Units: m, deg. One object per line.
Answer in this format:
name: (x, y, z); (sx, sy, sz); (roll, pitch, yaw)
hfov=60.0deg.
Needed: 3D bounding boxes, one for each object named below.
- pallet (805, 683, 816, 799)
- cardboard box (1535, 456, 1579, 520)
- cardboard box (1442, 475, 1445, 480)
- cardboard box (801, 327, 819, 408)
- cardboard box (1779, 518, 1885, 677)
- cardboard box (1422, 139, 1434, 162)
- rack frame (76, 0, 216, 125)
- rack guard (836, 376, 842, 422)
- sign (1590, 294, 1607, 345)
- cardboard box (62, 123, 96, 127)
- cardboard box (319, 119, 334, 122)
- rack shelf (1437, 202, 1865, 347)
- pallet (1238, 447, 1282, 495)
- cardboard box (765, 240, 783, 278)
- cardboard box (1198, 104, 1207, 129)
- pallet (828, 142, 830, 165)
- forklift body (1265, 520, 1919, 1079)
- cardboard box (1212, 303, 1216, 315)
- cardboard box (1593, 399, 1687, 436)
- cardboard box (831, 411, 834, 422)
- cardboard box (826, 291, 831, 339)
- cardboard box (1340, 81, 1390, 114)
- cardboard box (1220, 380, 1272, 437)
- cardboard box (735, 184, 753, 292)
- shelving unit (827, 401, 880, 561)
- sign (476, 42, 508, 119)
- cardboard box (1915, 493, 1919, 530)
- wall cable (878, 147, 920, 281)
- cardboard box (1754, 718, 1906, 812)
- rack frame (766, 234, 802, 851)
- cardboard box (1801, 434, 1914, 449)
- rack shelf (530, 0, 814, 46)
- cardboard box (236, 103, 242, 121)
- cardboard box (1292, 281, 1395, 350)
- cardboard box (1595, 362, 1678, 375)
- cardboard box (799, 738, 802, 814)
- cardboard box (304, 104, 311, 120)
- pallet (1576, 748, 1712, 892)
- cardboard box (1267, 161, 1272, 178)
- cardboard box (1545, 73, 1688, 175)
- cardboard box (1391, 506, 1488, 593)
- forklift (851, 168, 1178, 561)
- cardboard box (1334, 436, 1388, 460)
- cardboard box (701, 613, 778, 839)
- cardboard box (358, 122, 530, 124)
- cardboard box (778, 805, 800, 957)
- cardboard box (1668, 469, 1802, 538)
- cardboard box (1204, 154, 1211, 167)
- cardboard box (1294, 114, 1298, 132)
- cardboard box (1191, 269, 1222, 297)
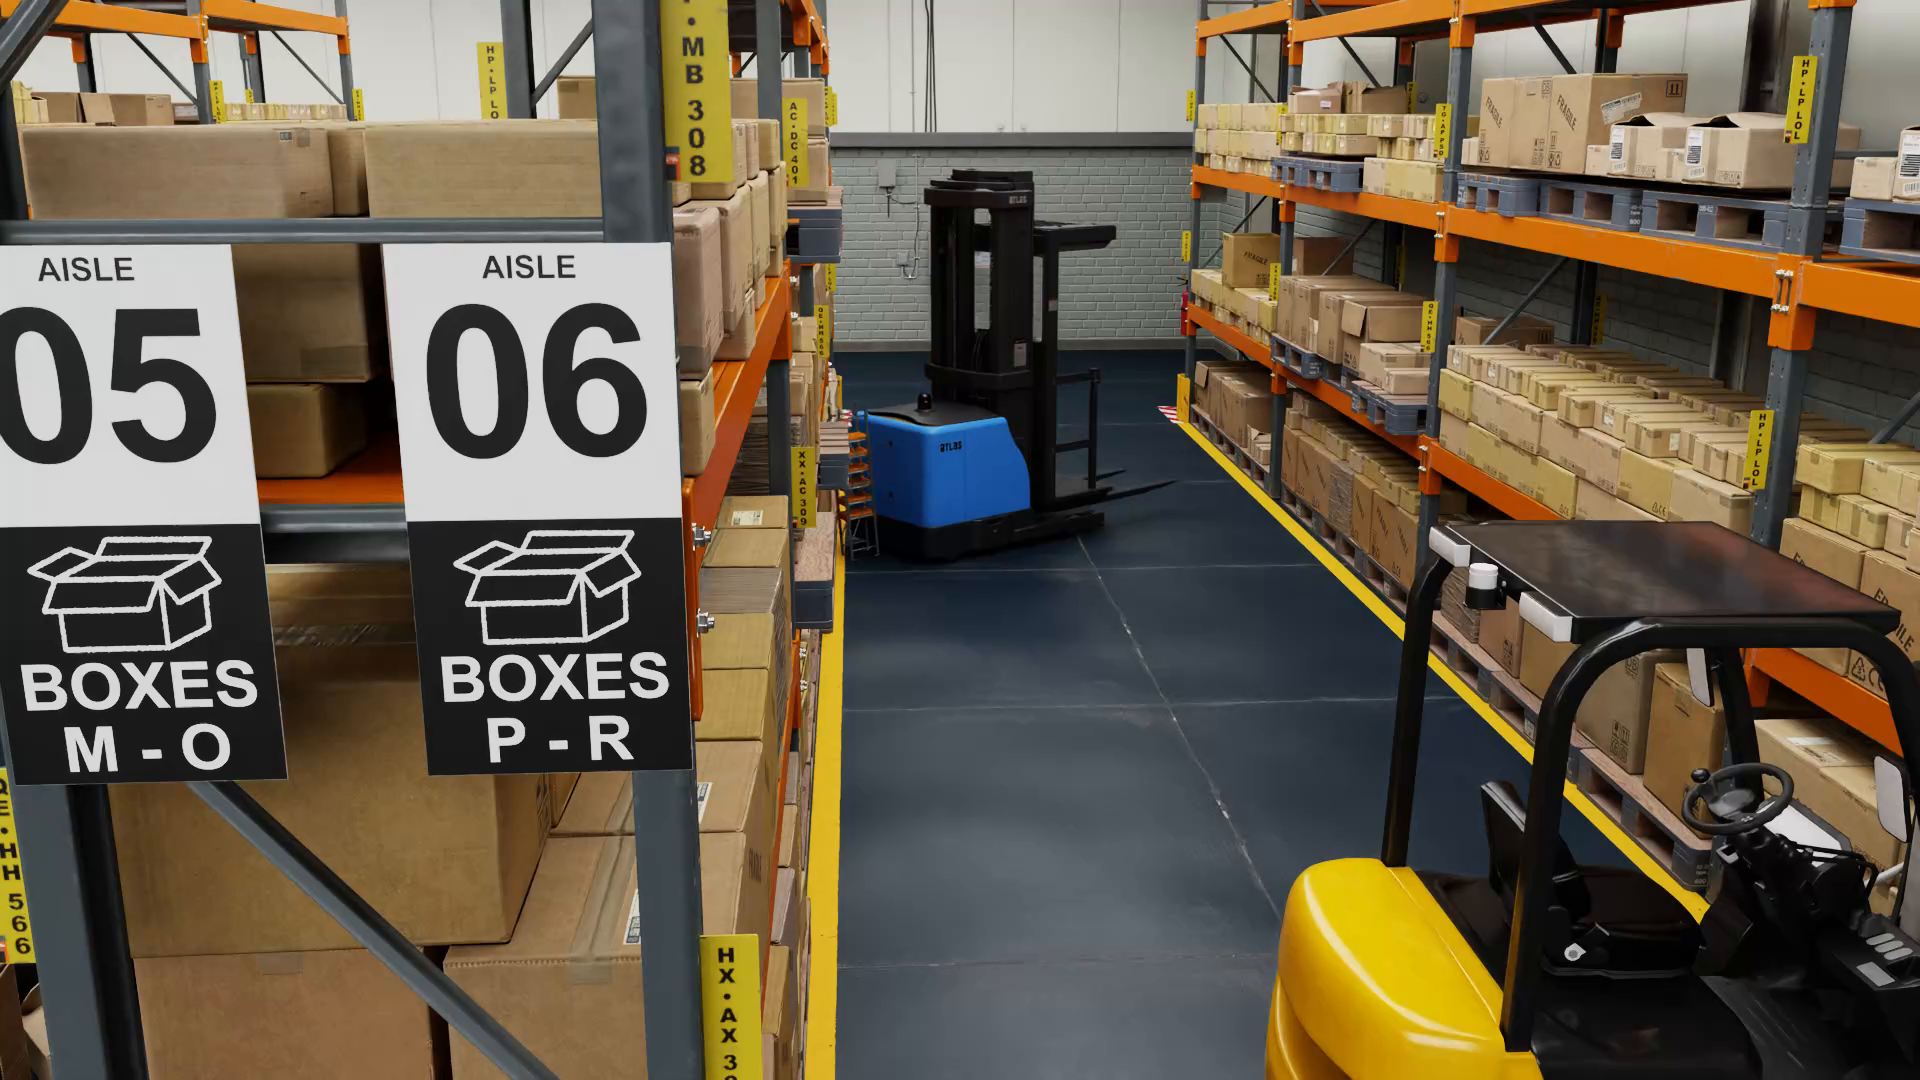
pallet: (-1.291, 1.075, 8.923); (1.003, 0.211, 1.213); (-1, 14, -3)
cardboard box: (3.423, -0.281, 8.899); (0.500, 0.250, 0.500); (0, 14, -2)
cardboard box: (3.749, -0.551, 12.522); (0.380, 0.149, 0.250); (-1, 14, -5)
cardboard box: (-1.062, -0.931, 9.484); (0.500, 0.500, 0.500); (-1, 14, -4)
cardboard box: (3.558, 0.211, 6.486); (0.500, 0.500, 0.500); (-1, 14, -5)
cardboard box: (3.285, -2.572, 10.984); (0.380, 0.149, 0.250); (-1, 14, -5)
rack frame: (-6.592, -4.571, 13.232); (1.000, 3.000, 0.127); (-1, 14, -3)
rack guard: (-1.907, -1.557, 18.575); (1.175, 0.500, 0.348); (-1, 14, -3)
sign: (4.098, -1.420, 10.701); (0.100, 0.325, 0.005); (-1, 14, -3)
cardboard box: (-6.188, -2.566, 11.260); (0.500, 0.500, 0.500); (-1, 14, -3)
cardboard box: (-6.525, -4.045, 16.504); (0.500, 0.250, 0.500); (-1, 14, -5)
rack shelf: (3.668, -1.457, 8.592); (1.077, 0.370, 4.000); (-1, 14, -3)
pallet: (3.254, -0.665, 15.687); (1.003, 0.211, 1.213); (-1, 14, -3)
cardboard box: (-0.838, -1.035, 6.012); (0.380, 0.149, 0.250); (-1, 14, -3)
cardboard box: (2.825, -4.491, 17.643); (0.500, 0.250, 0.500); (-1, 14, -4)
pallet: (-1.849, -3.987, 17.161); (1.003, 0.211, 1.213); (-1, 14, -3)
forklift body: (2.101, 1.108, 4.905); (2.313, 2.155, 1.214); (-1, 14, -3)
cardboard box: (2.862, -2.440, 17.496); (0.380, 0.149, 0.250); (0, 14, -2)
cardboard box: (3.440, -0.616, 8.400); (0.380, 0.149, 0.250); (-1, 14, -3)
cardboard box: (-1.590, -0.887, 15.254); (0.875, 0.438, 0.875); (-1, 14, -4)
cardboard box: (-1.453, -2.061, 15.317); (0.500, 0.500, 0.500); (-1, 14, -3)
cardboard box: (3.383, -3.697, 13.888); (0.396, 0.266, 0.258); (-1, 14, -4)
cardboard box: (2.938, -1.332, 16.858); (0.500, 0.500, 0.500); (-1, 14, -2)
cardboard box: (-0.758, -0.689, 3.870); (0.500, 0.250, 0.500); (0, 14, -2)
shelving unit: (-0.820, -0.452, 12.835); (0.258, 1.200, 0.189); (-12, 18, -26)
sign: (-1.716, -1.662, 6.117); (0.100, 0.325, 0.005); (-1, 14, -3)
cardboard box: (3.560, -0.085, 5.738); (0.380, 0.149, 0.250); (-1, 14, -2)
wall cable: (-0.864, -4.681, 23.659); (0.588, 1.984, 0.122); (-1, 14, -3)
cardboard box: (3.508, 0.914, 6.622); (0.500, 0.250, 0.500); (-1, 14, -4)
rack frame: (-1.162, 0.223, 6.641); (1.000, 3.000, 0.127); (-1, 14, -3)
cardboard box: (4.020, -0.376, 7.464); (0.380, 0.149, 0.250); (-1, 14, -5)
rack shelf: (-1.286, -2.638, 7.966); (1.077, 0.370, 4.000); (-1, 14, -3)
cardboard box: (-6.424, -3.686, 14.312); (0.380, 0.149, 0.250); (-1, 14, -4)
cardboard box: (3.135, -1.844, 13.629); (0.700, 0.500, 0.500); (-1, 14, -3)
cardboard box: (3.934, -0.946, 9.680); (0.380, 0.149, 0.250); (-1, 14, -5)
cardboard box: (-1.197, 1.161, 7.423); (0.950, 0.372, 0.625); (-1, 14, -3)
cardboard box: (-6.512, -4.143, 16.085); (0.380, 0.149, 0.250); (-1, 14, -5)
pallet: (3.707, 1.313, 8.000); (1.003, 0.211, 1.213); (-1, 14, -3)
cardboard box: (2.967, -3.321, 14.900); (0.380, 0.149, 0.250); (-1, 14, -4)
cardboard box: (3.408, -2.166, 8.659); (0.500, 0.500, 0.500); (-1, 14, -2)
cardboard box: (3.303, 0.056, 11.464); (0.500, 0.500, 0.500); (0, 14, -2)
forklift: (0.564, -1.545, 13.647); (3.031, 2.935, 1.130); (-12, 19, -40)
cardboard box: (3.196, -0.734, 13.233); (0.380, 0.149, 0.250); (0, 14, -1)
cardboard box: (-0.775, 0.521, 4.684); (0.500, 0.500, 0.500); (-1, 14, -5)
cardboard box: (-1.204, -0.898, 3.879); (0.380, 0.149, 0.250); (-1, 14, -5)
cardboard box: (-0.825, 1.257, 5.791); (0.500, 0.500, 0.500); (-1, 14, -2)
cardboard box: (3.506, -0.143, 7.358); (0.500, 0.250, 0.500); (-1, 14, -5)
cardboard box: (2.836, -4.087, 17.877); (0.380, 0.149, 0.250); (-1, 14, -2)
cardboard box: (2.964, -3.425, 13.663); (0.380, 0.149, 0.250); (-1, 14, -3)
cardboard box: (2.807, -2.794, 18.069); (0.500, 0.250, 0.500); (-1, 14, -3)
